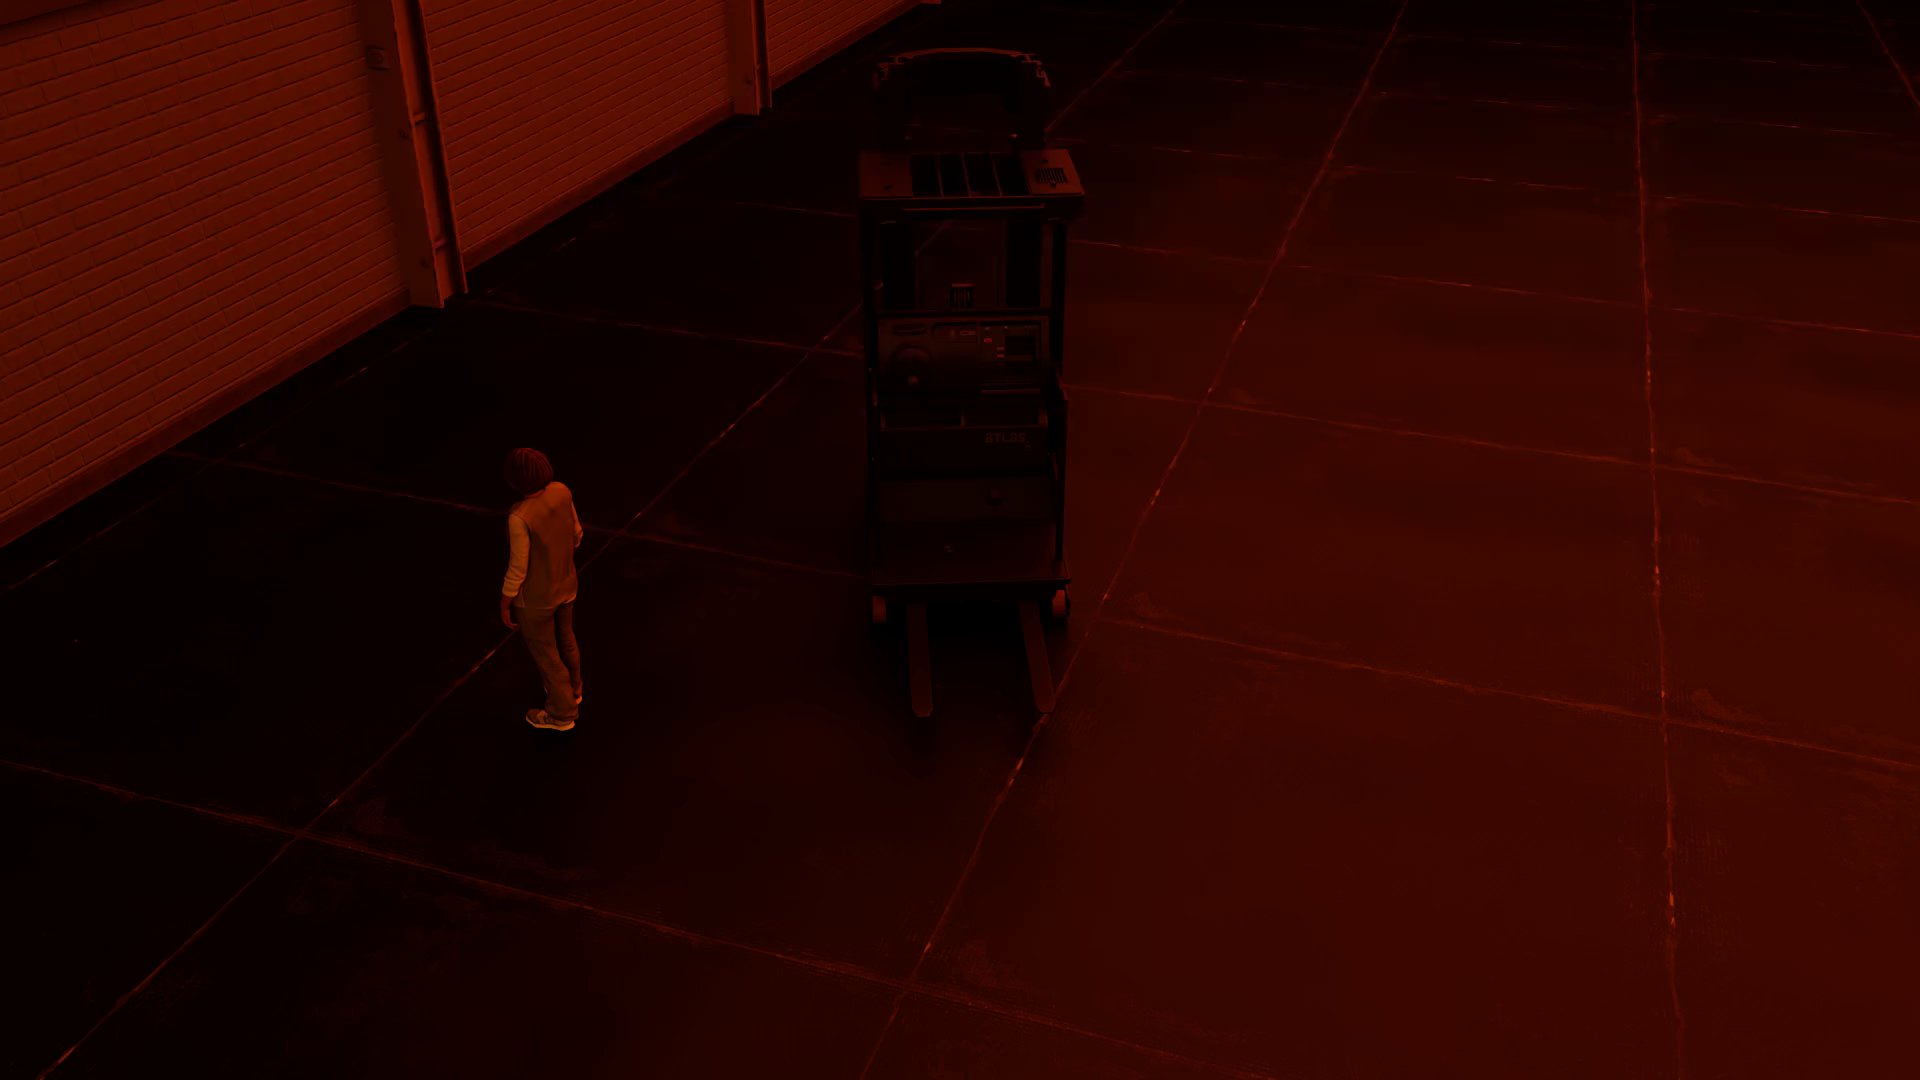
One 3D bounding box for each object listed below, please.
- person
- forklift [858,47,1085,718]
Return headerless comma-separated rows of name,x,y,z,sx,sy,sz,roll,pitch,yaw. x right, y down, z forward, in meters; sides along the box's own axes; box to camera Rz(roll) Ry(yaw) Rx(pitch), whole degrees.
person,-2.068,0.231,8.063,0.474,1.599,0.518,16,33,25
forklift,0.035,-0.972,8.842,1.130,2.935,3.031,-2,30,-3
